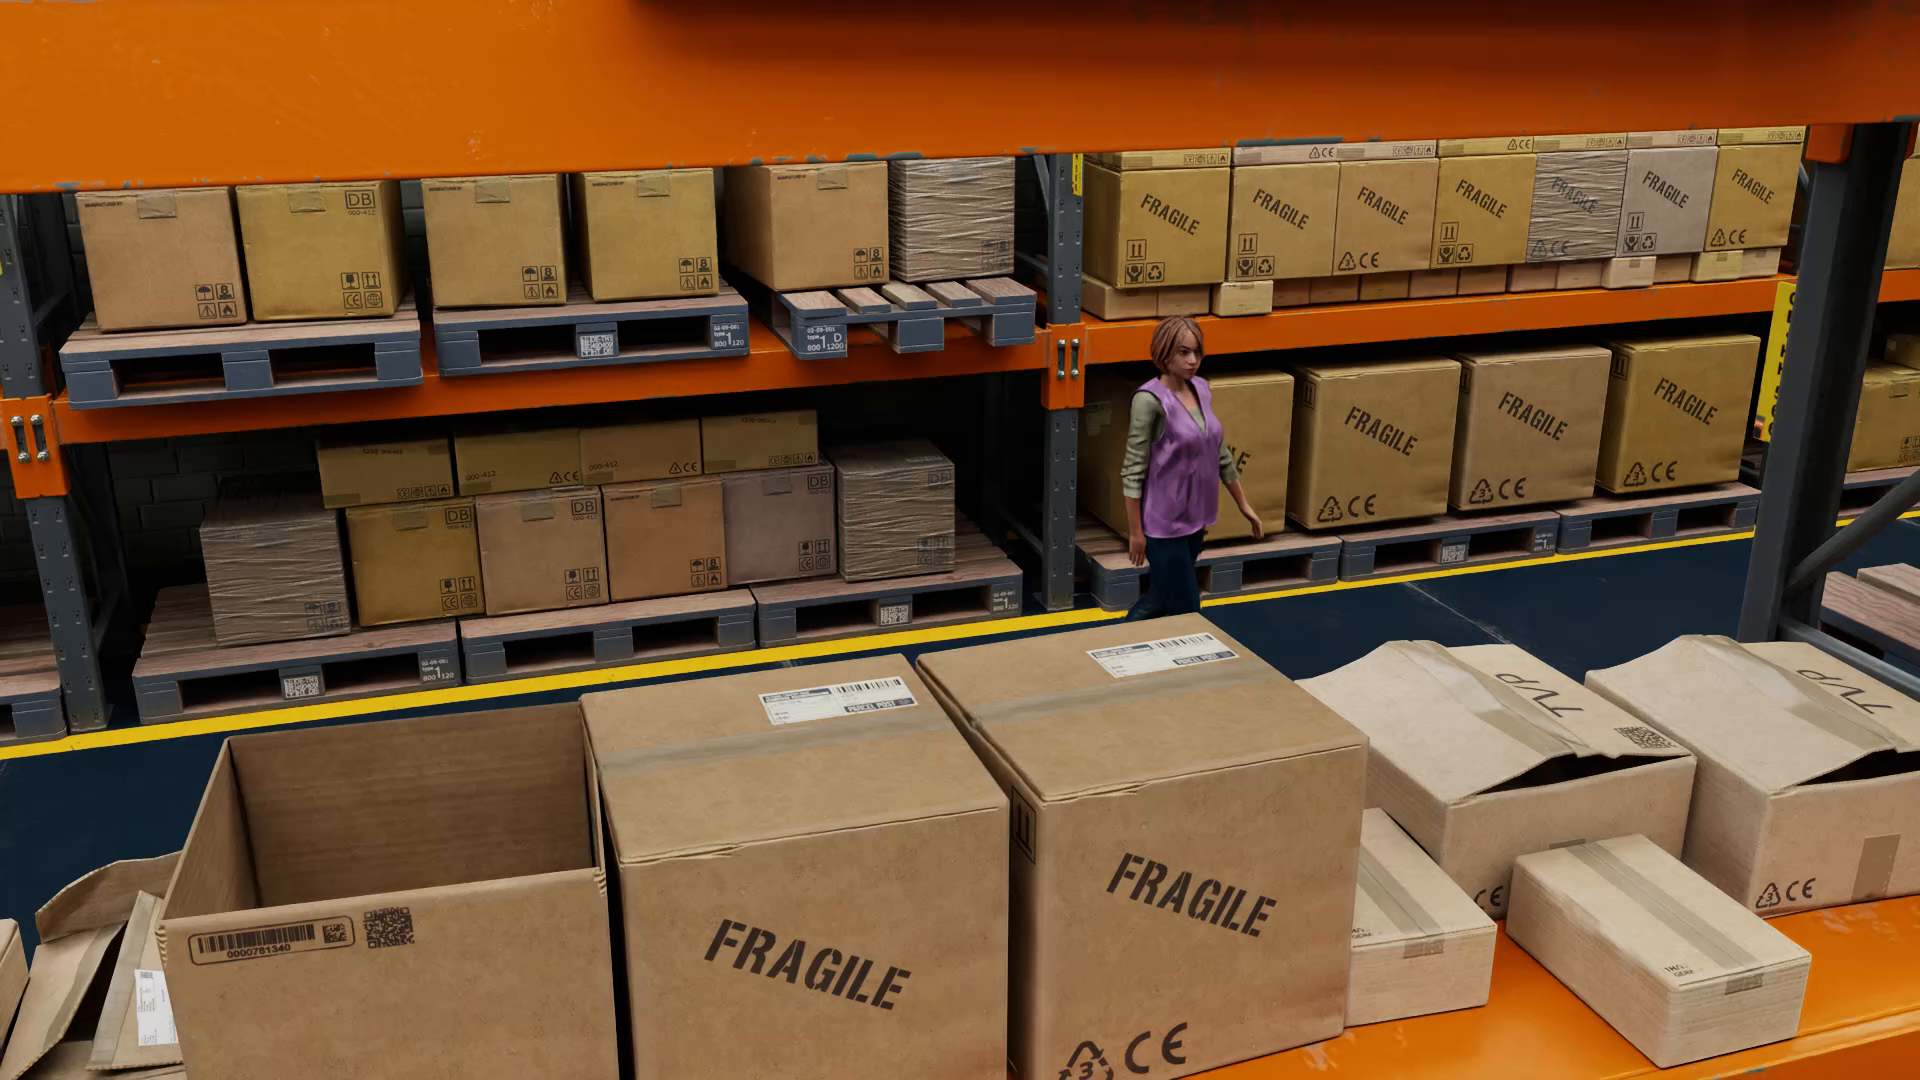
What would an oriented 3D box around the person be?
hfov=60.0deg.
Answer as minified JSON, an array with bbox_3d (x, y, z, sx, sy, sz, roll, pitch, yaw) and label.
[{"bbox_3d":[0.824,-0.054,6.240,0.568,1.610,0.500,15,24,36],"label":"person"}]
